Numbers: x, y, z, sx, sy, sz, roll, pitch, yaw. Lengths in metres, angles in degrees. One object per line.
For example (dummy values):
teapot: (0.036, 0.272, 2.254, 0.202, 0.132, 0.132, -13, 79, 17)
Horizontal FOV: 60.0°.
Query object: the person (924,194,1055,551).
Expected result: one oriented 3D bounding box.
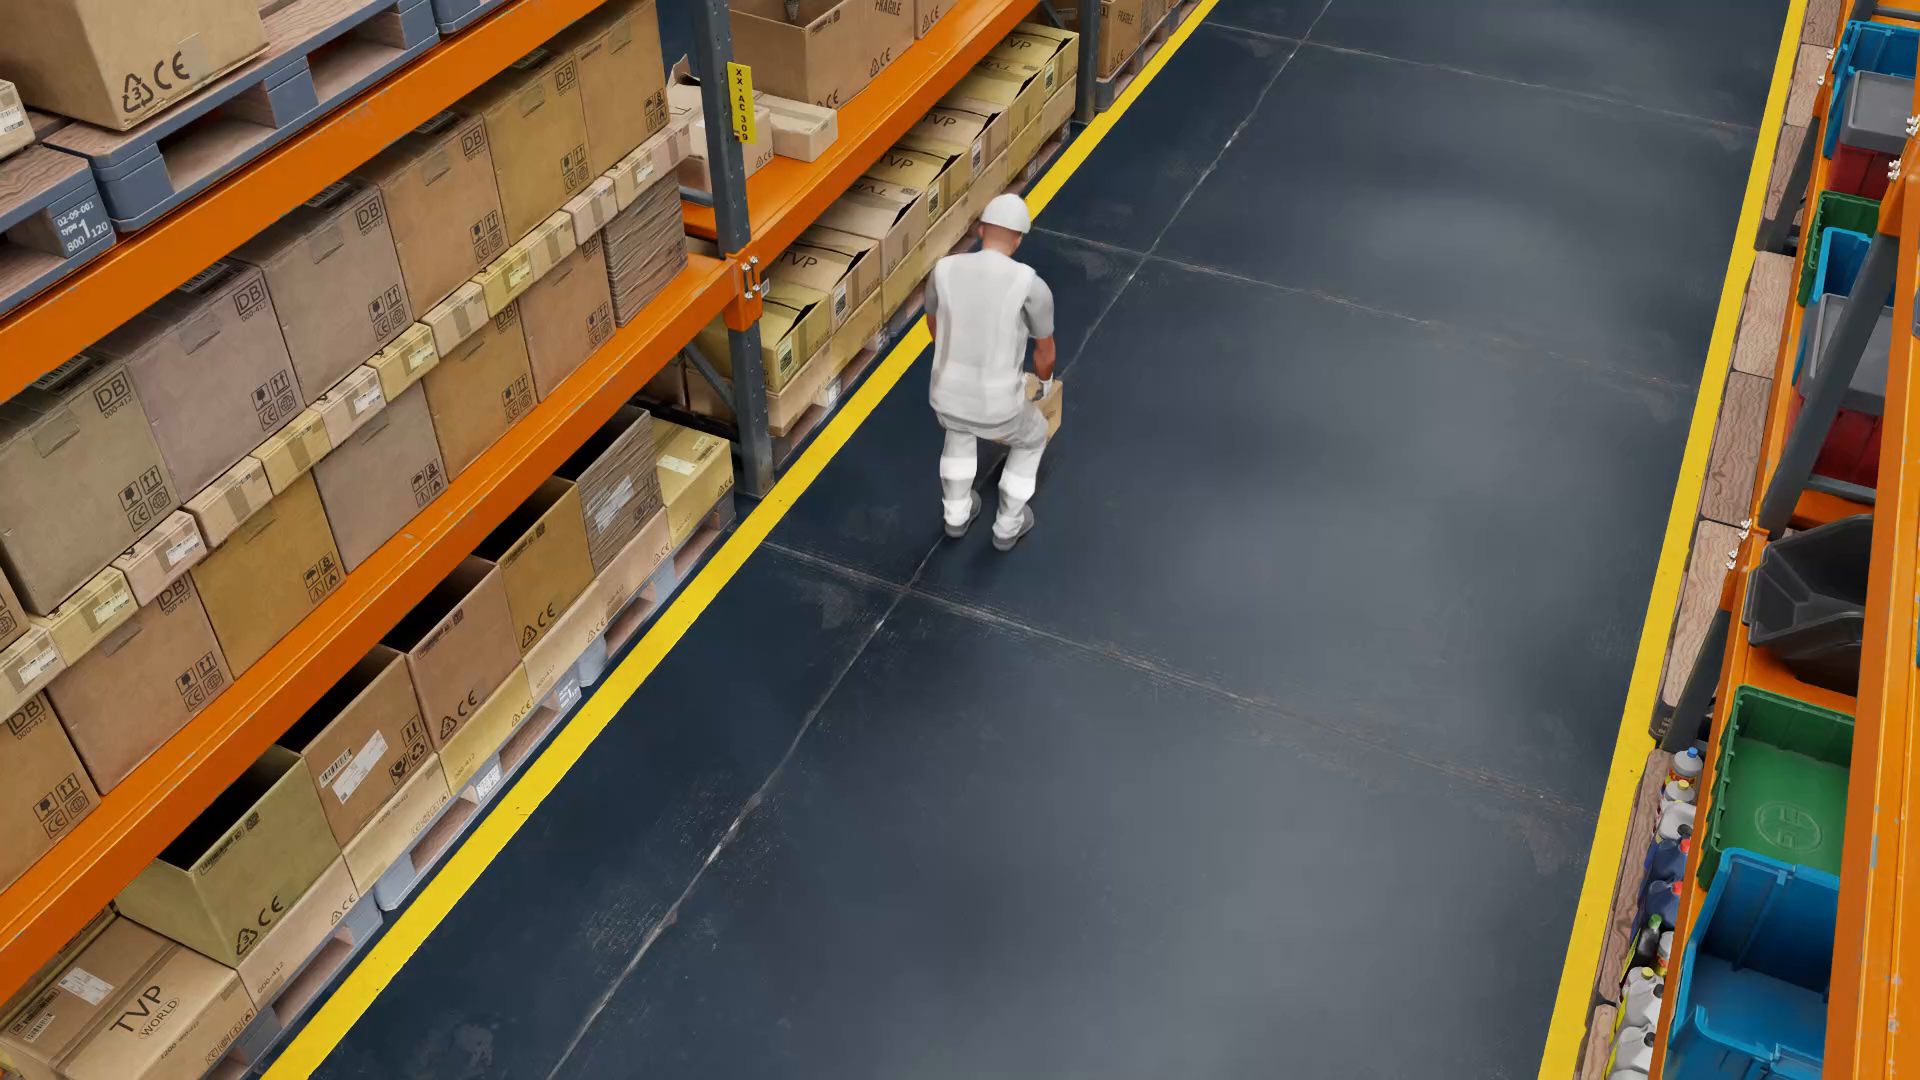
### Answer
person: (0.108, -0.686, 7.090, 0.577, 1.555, 0.668, 17, 44, 18)
